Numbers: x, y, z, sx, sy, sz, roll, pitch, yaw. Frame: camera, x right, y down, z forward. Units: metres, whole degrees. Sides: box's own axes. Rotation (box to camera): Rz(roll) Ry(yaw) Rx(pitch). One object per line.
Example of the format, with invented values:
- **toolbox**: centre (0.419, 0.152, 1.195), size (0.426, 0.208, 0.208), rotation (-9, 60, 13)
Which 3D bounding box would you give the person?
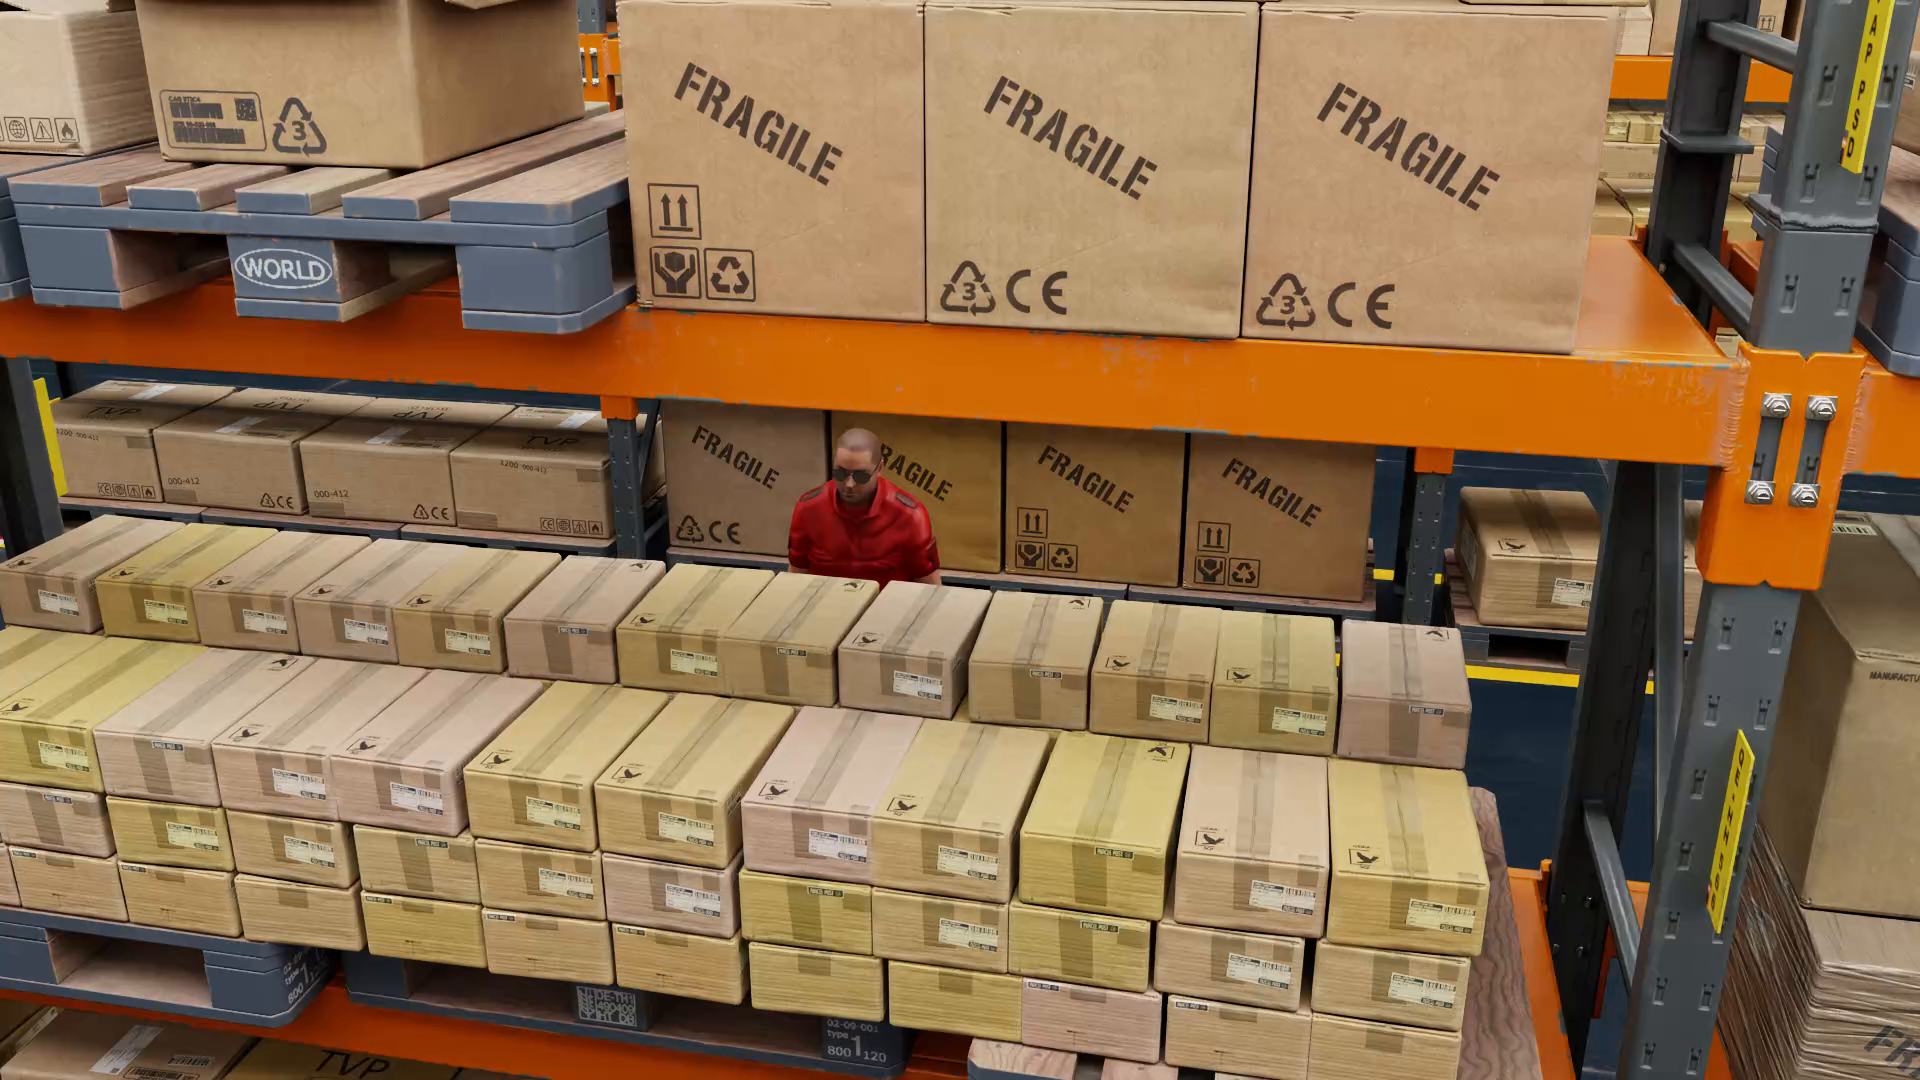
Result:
- **person**: centre (-0.359, 0.402, 6.077), size (0.585, 1.727, 0.390), rotation (4, 22, 11)
